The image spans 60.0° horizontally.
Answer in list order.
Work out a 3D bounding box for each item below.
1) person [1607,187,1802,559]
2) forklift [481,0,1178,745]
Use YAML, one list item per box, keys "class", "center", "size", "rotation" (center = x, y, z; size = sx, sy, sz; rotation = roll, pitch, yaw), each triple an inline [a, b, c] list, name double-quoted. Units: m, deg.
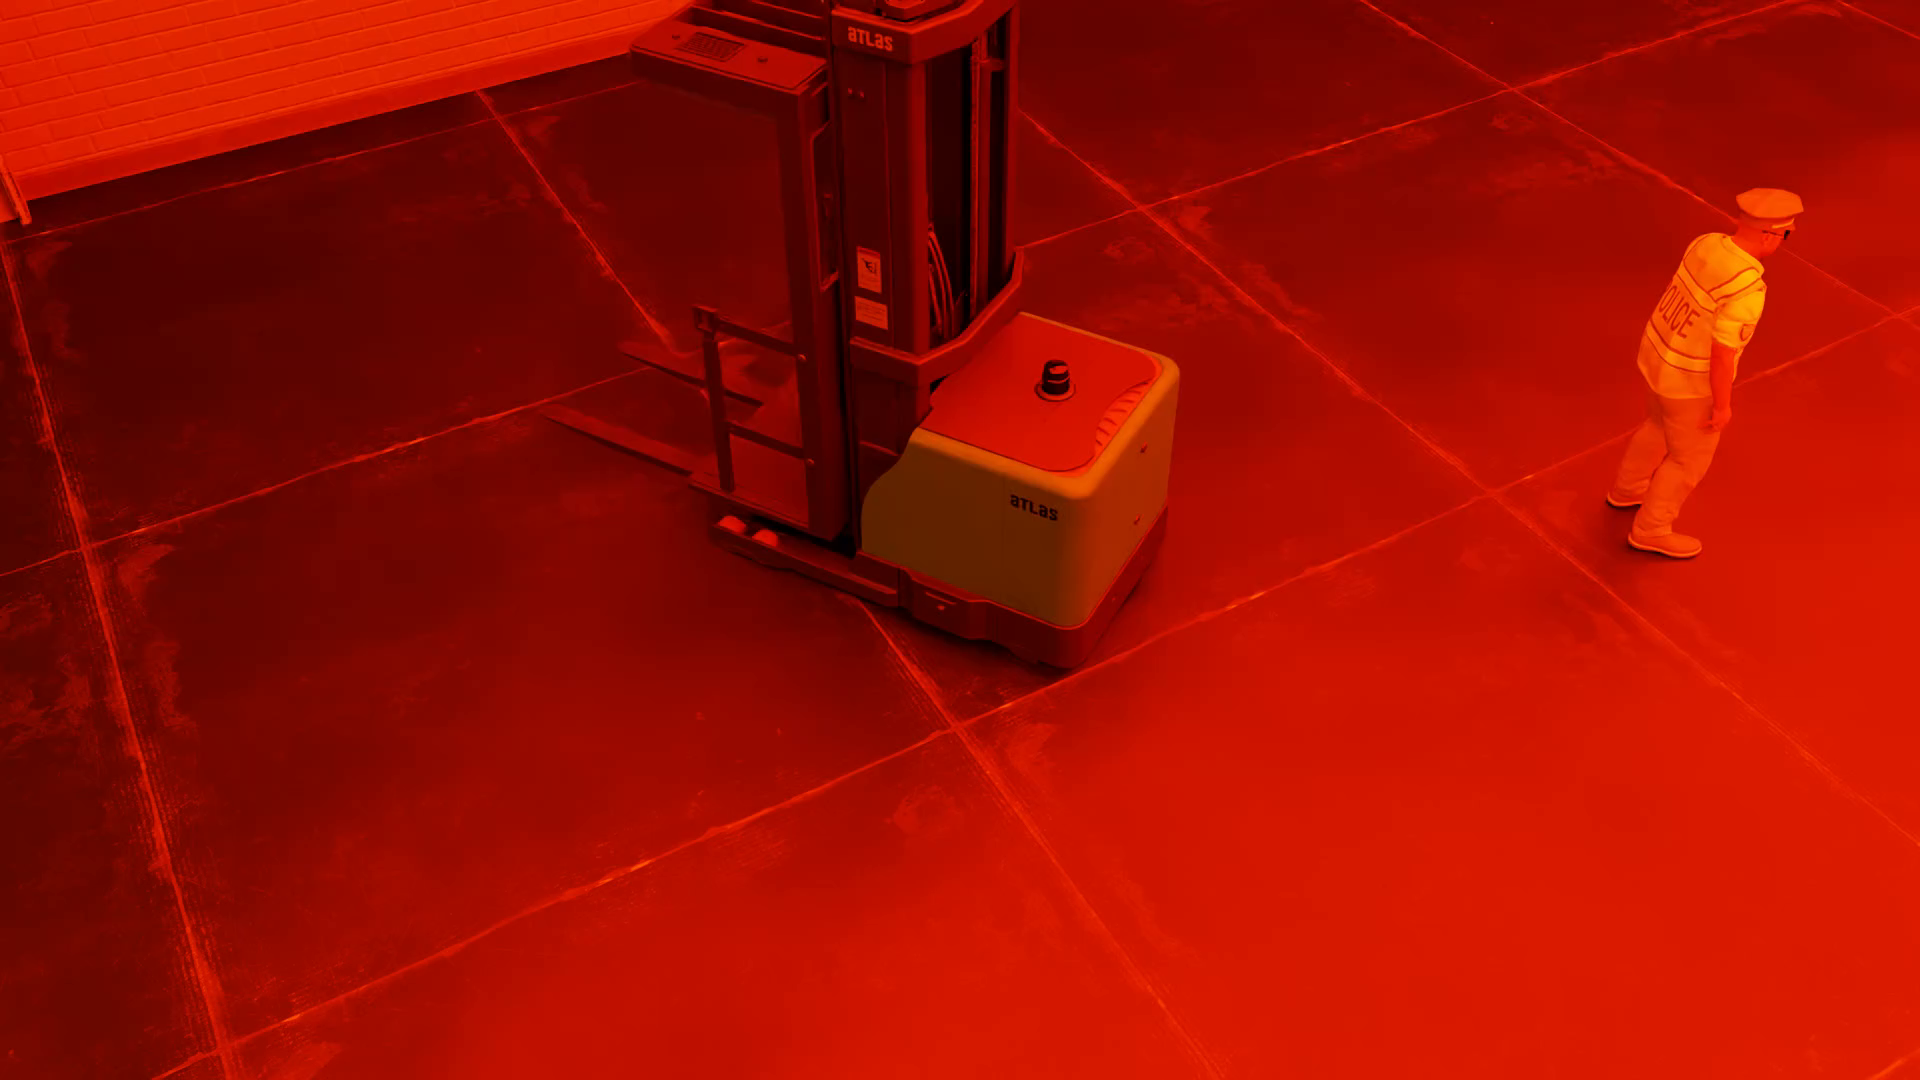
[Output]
- class: "person"
  center: [3.243, -0.746, 7.371]
  size: [0.443, 1.747, 0.598]
  rotation: [-3, 43, -3]
- class: "forklift"
  center: [-0.571, -0.823, 6.585]
  size: [3.031, 2.935, 1.130]
  rotation: [-23, 47, -22]
